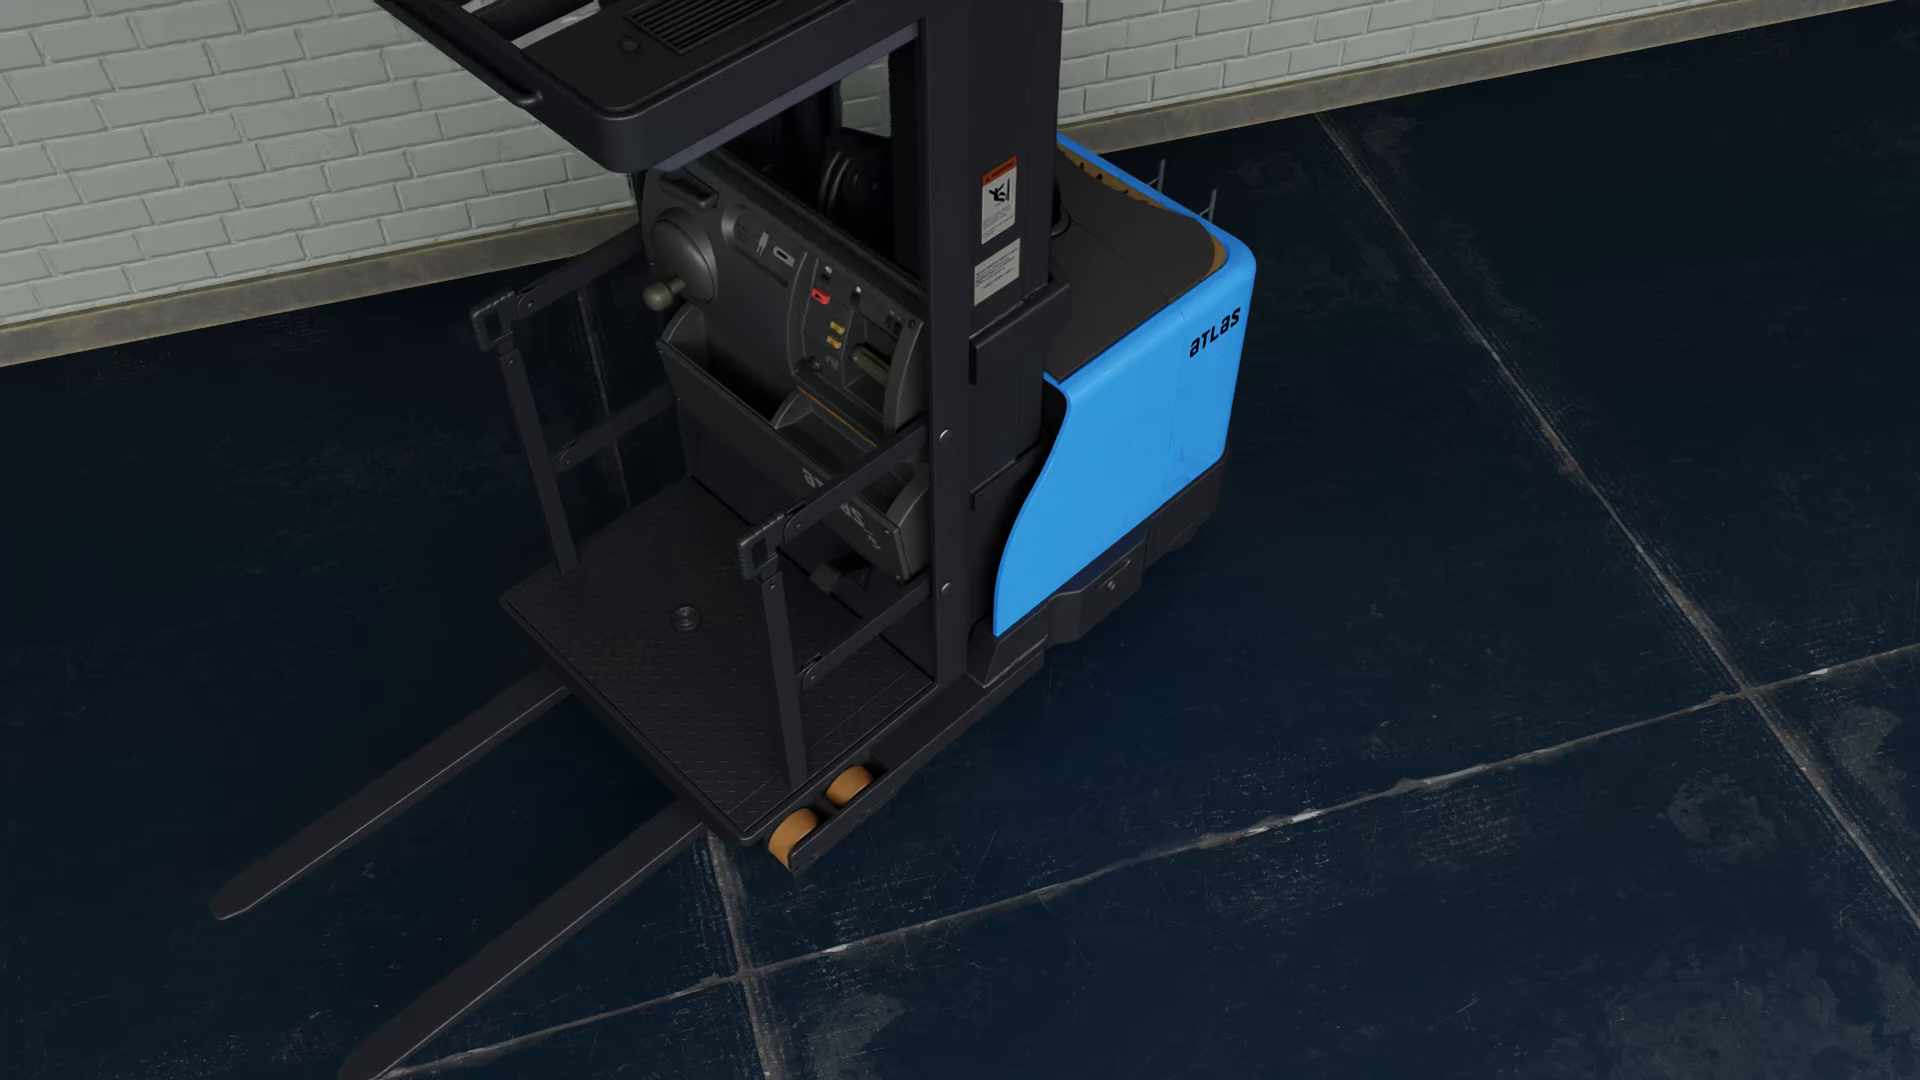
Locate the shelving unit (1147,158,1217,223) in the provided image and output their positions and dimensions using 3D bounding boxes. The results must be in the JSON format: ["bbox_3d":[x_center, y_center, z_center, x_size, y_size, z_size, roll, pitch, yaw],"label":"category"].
[{"bbox_3d":[0.606,-0.748,5.292,0.258,0.900,0.210,-37,59,-27],"label":"shelving unit"}]

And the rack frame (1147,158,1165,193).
[{"bbox_3d":[0.535,-0.804,5.338,0.240,0.900,0.006,-37,59,-27],"label":"rack frame"}]

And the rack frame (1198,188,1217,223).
[{"bbox_3d":[0.677,-0.693,5.245,0.240,0.900,0.006,-37,59,-27],"label":"rack frame"}]

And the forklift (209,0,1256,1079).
[{"bbox_3d":[-0.579,-0.510,3.763,3.031,2.935,1.130,-37,59,-27],"label":"forklift"}]
